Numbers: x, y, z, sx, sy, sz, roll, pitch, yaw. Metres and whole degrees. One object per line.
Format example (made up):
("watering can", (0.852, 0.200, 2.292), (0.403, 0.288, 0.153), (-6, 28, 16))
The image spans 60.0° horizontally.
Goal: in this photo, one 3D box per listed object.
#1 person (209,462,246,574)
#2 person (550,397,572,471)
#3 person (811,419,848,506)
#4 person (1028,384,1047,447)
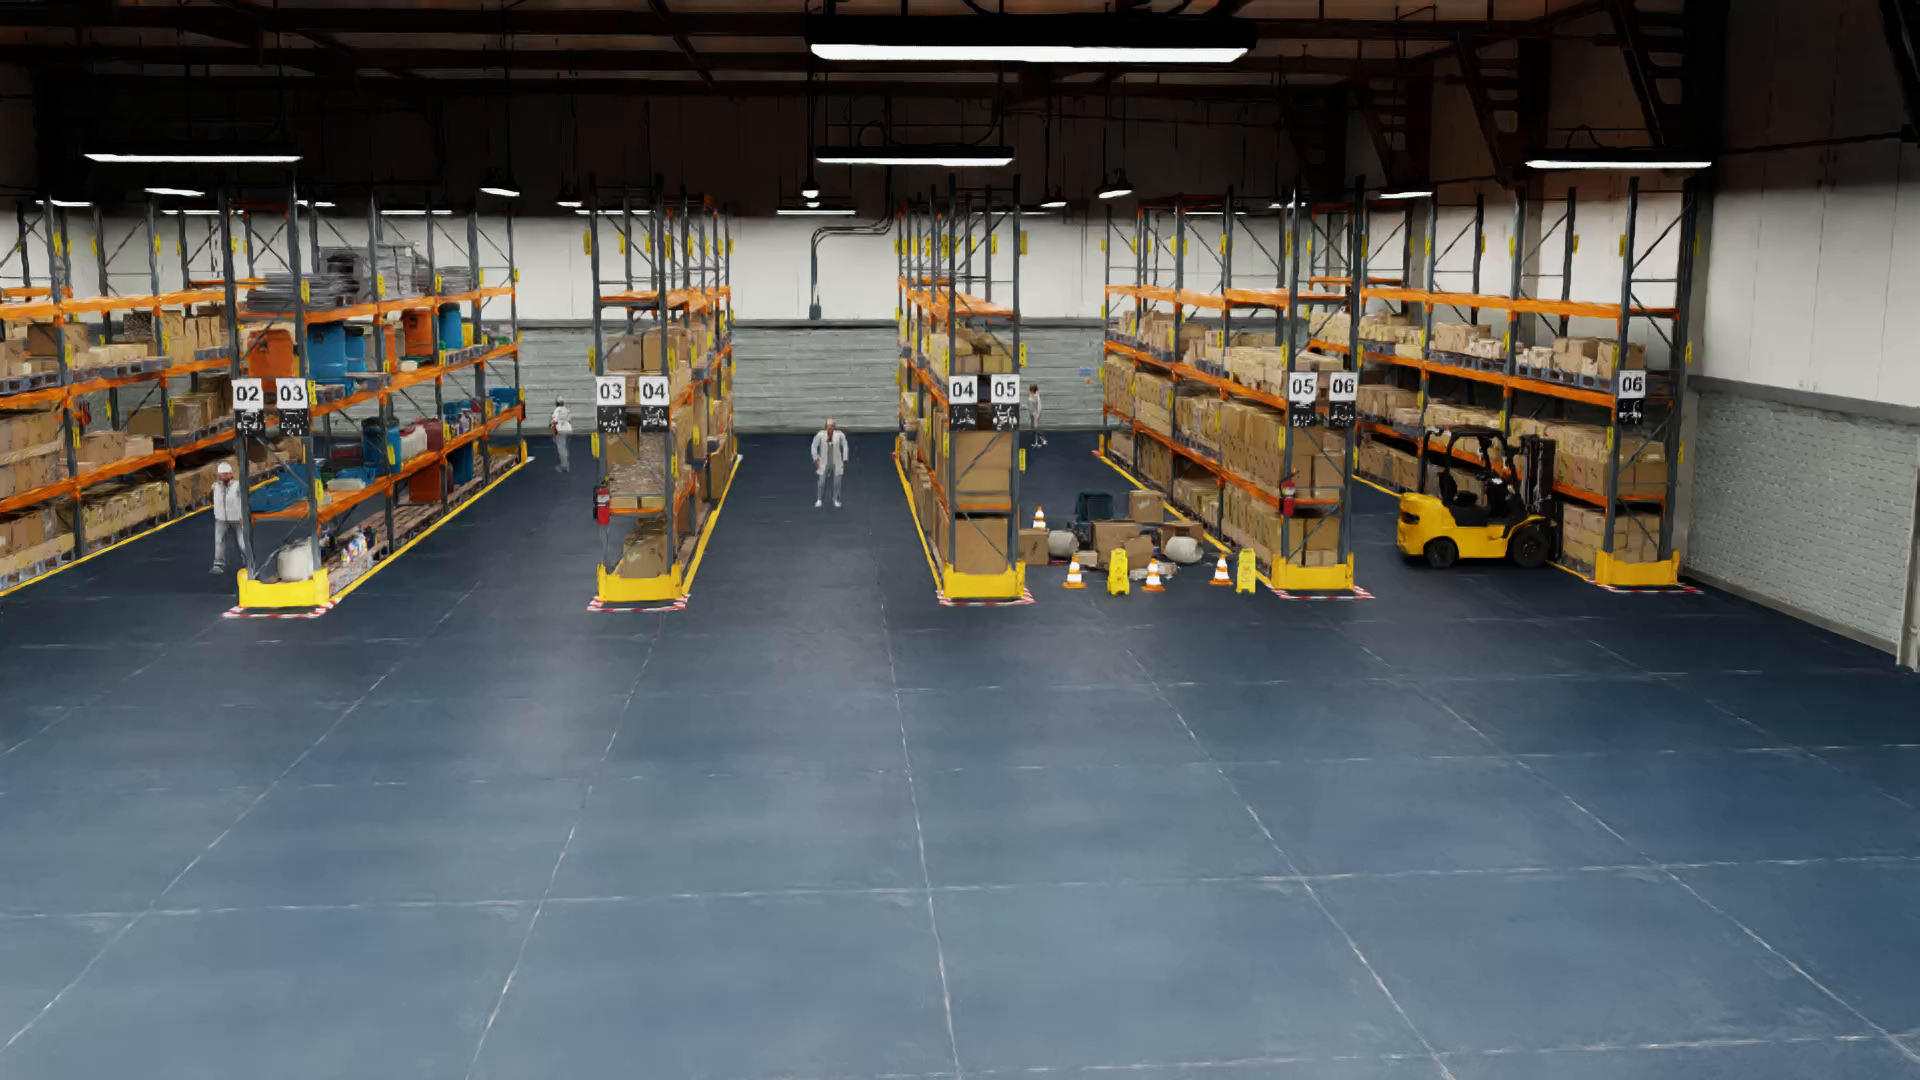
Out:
("person", (-11.344, -0.371, 25.857), (0.543, 1.700, 1.119), (-1, 10, -7))
("person", (-8.992, -2.398, 37.447), (0.549, 1.657, 0.598), (4, 11, 23))
("person", (-2.526, -1.503, 32.258), (0.729, 1.733, 0.546), (-1, 10, -6))
("person", (1.941, -3.134, 41.820), (0.399, 1.589, 0.558), (-7, 12, -34))
